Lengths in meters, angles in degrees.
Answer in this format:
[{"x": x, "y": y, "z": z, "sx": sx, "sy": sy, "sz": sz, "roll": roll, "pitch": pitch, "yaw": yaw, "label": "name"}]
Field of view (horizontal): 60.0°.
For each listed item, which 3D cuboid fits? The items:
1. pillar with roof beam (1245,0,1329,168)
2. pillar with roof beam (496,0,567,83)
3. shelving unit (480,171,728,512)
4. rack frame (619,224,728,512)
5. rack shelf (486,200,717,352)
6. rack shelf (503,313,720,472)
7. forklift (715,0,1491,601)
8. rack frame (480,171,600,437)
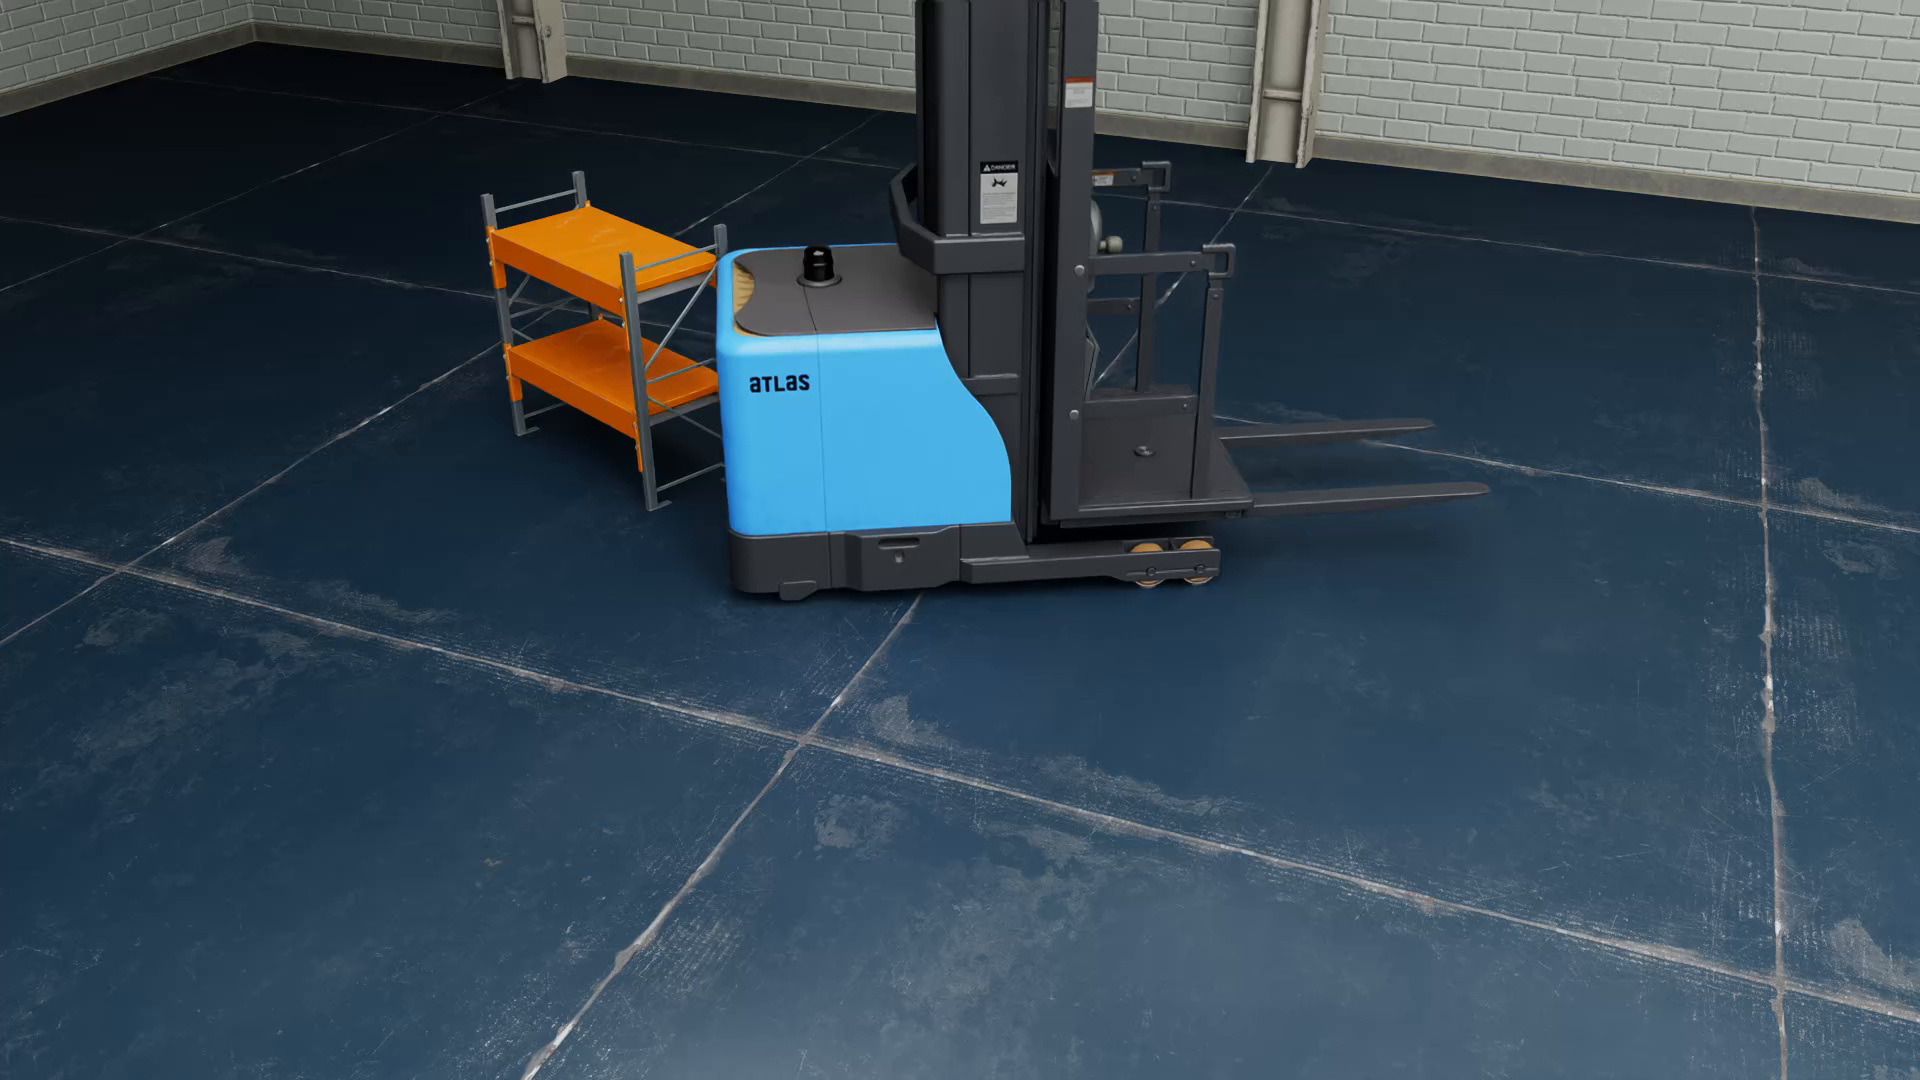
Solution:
[{"x": 0.560, "y": -4.558, "z": 5.668, "sx": 0.400, "sy": 9.000, "sz": 9.100, "roll": 11, "pitch": 31, "yaw": 19, "label": "pillar with roof beam"}, {"x": -5.000, "y": -5.668, "z": 7.632, "sx": 0.400, "sy": 9.000, "sz": 9.100, "roll": 11, "pitch": 31, "yaw": 19, "label": "pillar with roof beam"}, {"x": -1.488, "y": -0.876, "z": 7.156, "sx": 0.538, "sy": 1.125, "sz": 1.048, "roll": -26, "pitch": 39, "yaw": -38, "label": "shelving unit"}, {"x": -1.130, "y": -0.698, "z": 6.843, "sx": 0.500, "sy": 1.125, "sz": 0.032, "roll": -26, "pitch": 39, "yaw": -38, "label": "rack frame"}, {"x": -1.488, "y": -1.131, "z": 7.012, "sx": 0.538, "sy": 0.278, "sz": 1.000, "roll": -26, "pitch": 39, "yaw": -38, "label": "rack shelf"}, {"x": -1.488, "y": -0.663, "z": 7.277, "sx": 0.538, "sy": 0.278, "sz": 1.000, "roll": -26, "pitch": 39, "yaw": -38, "label": "rack shelf"}, {"x": 0.581, "y": -1.351, "z": 6.162, "sx": 3.031, "sy": 2.935, "sz": 1.130, "roll": -3, "pitch": 30, "yaw": -6, "label": "forklift"}, {"x": -1.847, "y": -1.053, "z": 7.470, "sx": 0.500, "sy": 1.125, "sz": 0.032, "roll": -26, "pitch": 39, "yaw": -38, "label": "rack frame"}]
